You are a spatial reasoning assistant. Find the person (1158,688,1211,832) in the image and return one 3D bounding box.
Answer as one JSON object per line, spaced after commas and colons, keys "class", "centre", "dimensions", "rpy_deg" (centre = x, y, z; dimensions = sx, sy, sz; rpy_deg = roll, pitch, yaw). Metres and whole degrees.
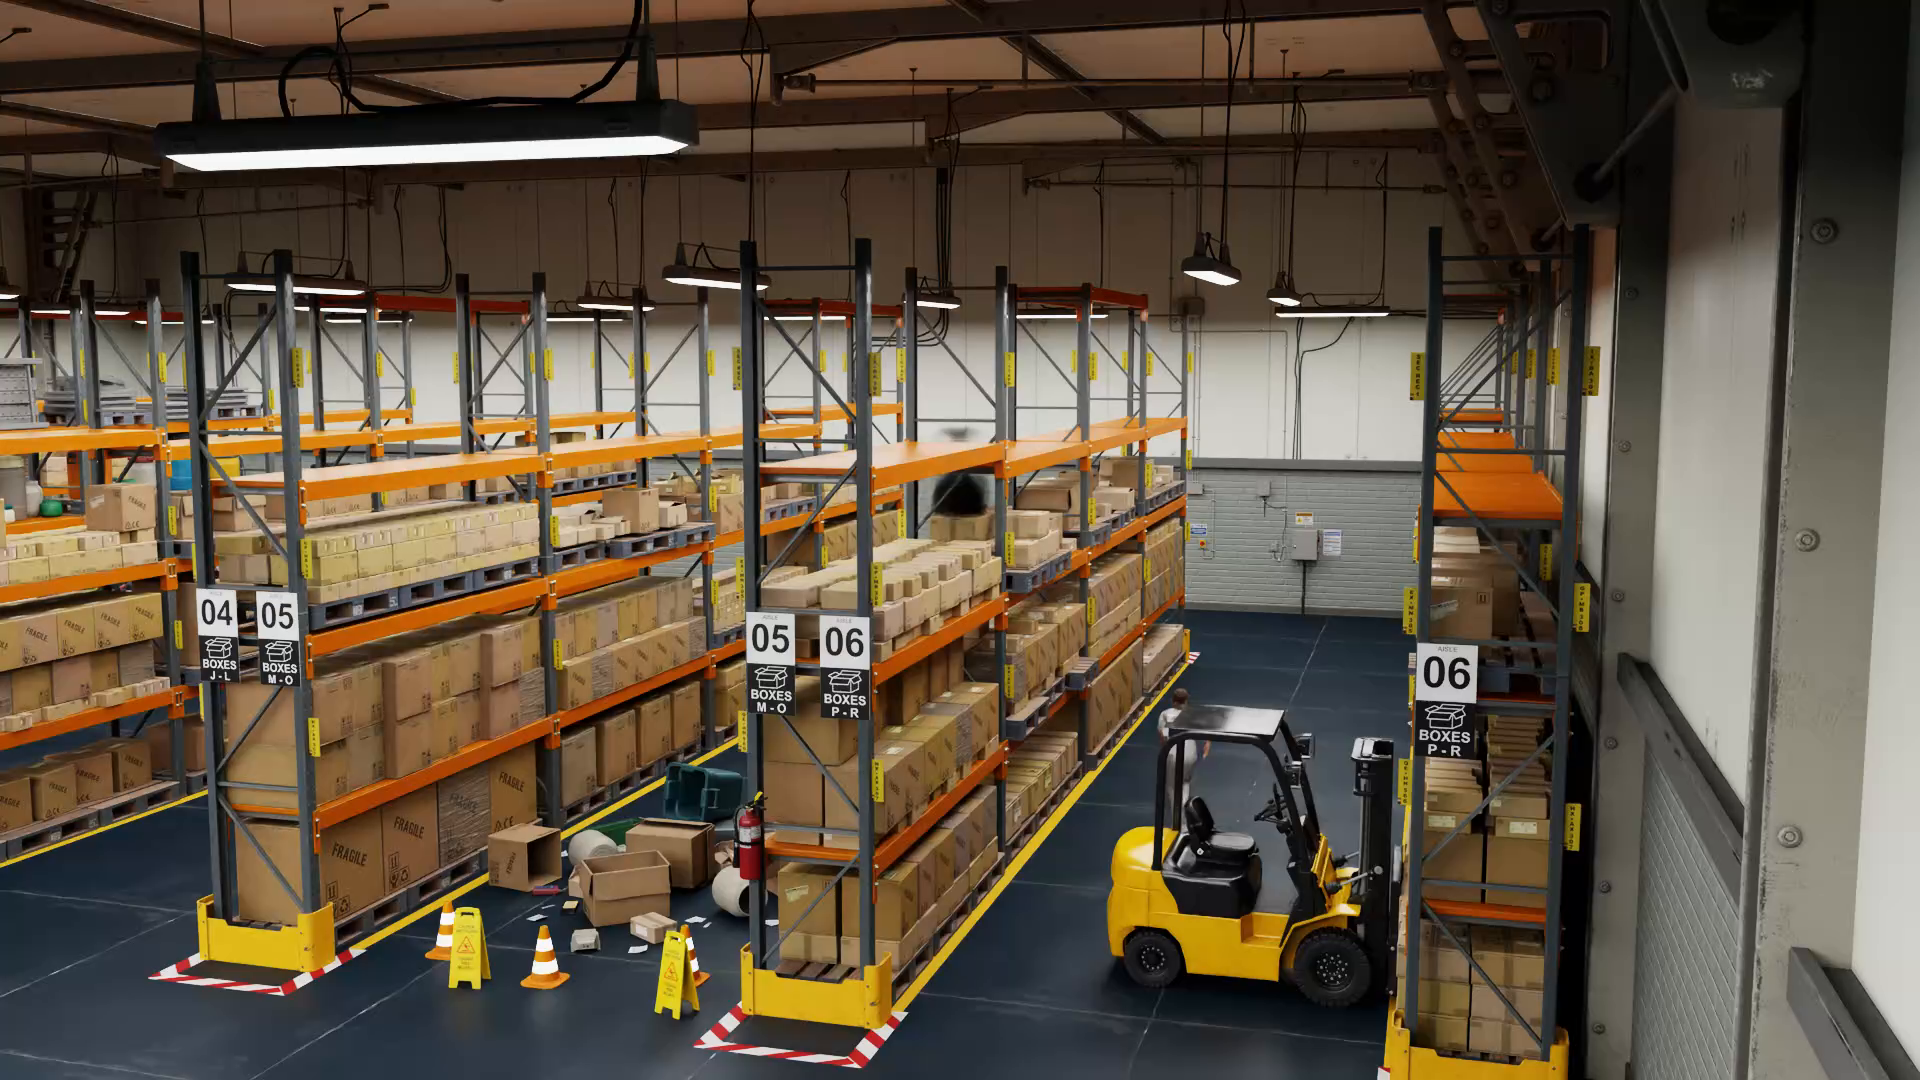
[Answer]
{"class": "person", "centre": [2.463, 2.395, 18.222], "dimensions": [0.592, 1.502, 0.743], "rpy_deg": [1, 6, 5]}
